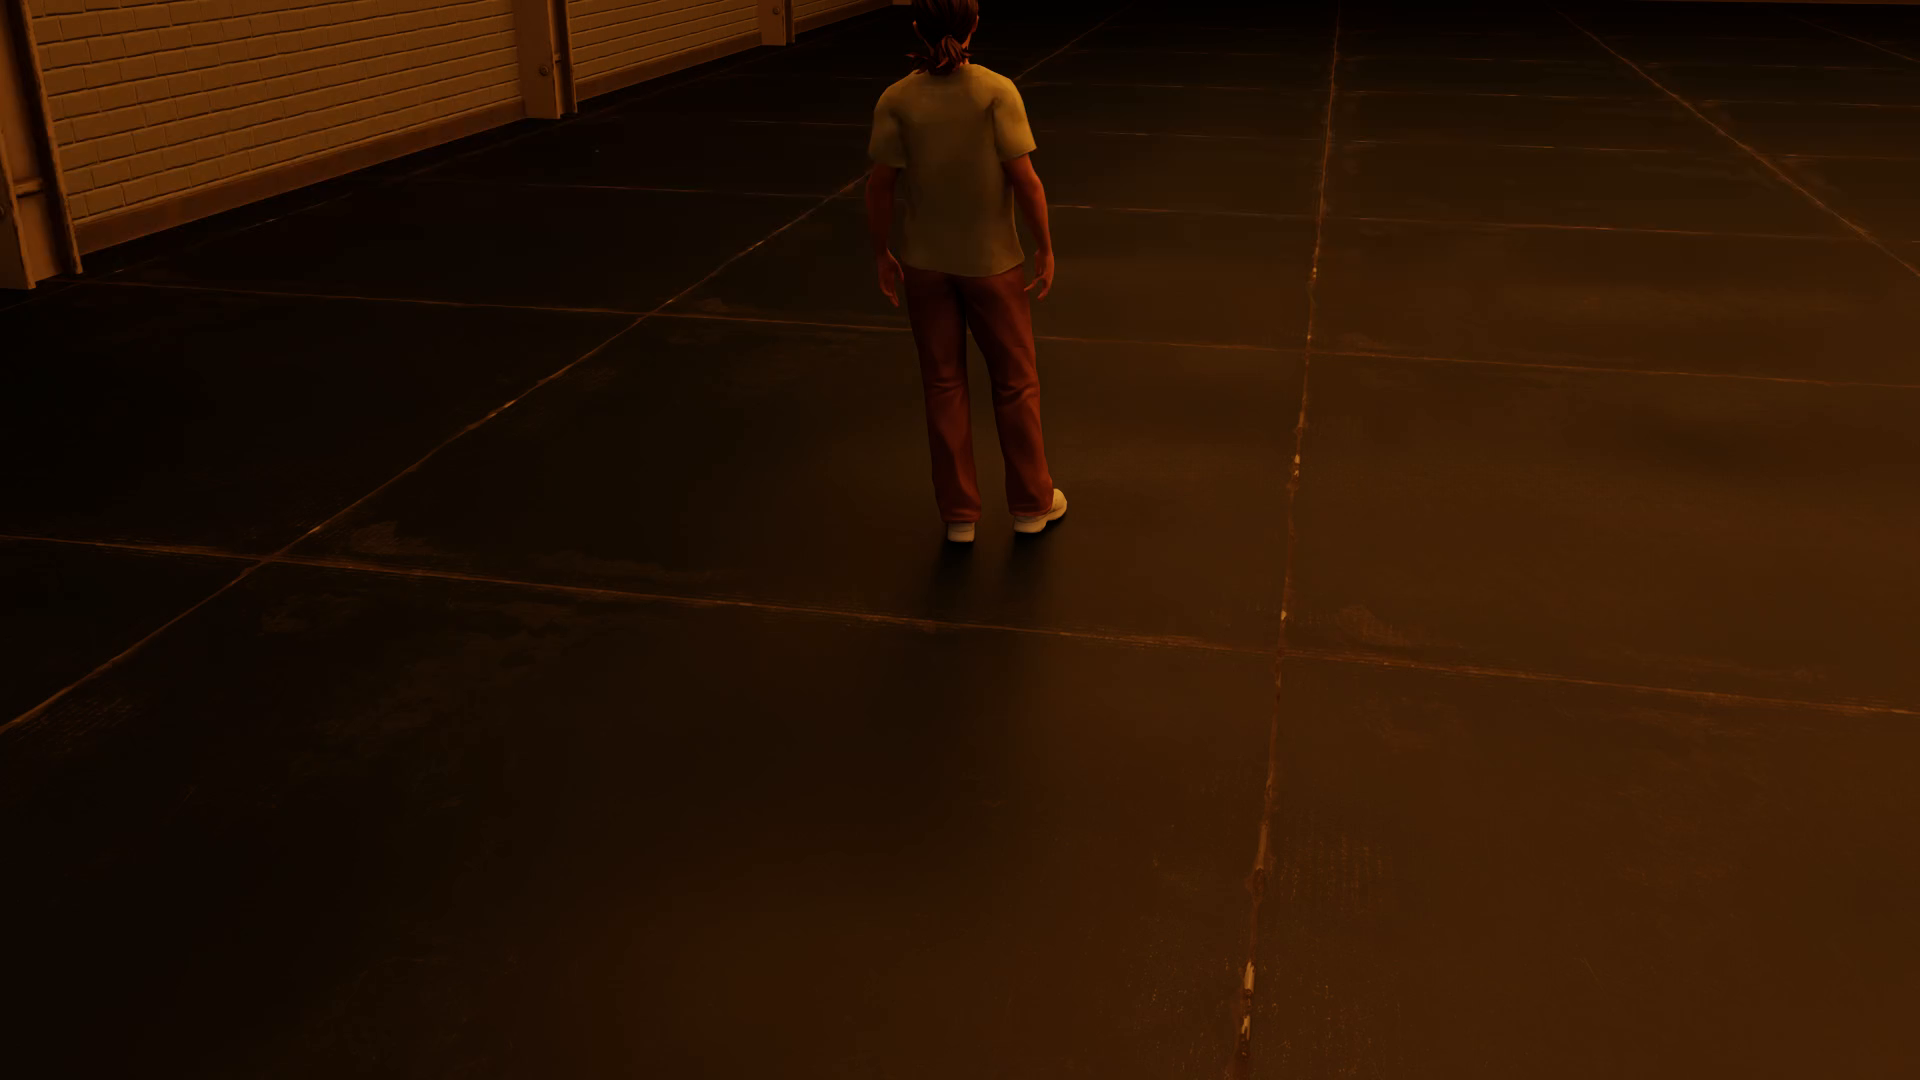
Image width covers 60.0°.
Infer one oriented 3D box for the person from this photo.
[{"bbox_3d":[0.014,-0.708,4.888,0.519,1.363,0.396,5,23,11],"label":"person"}]
